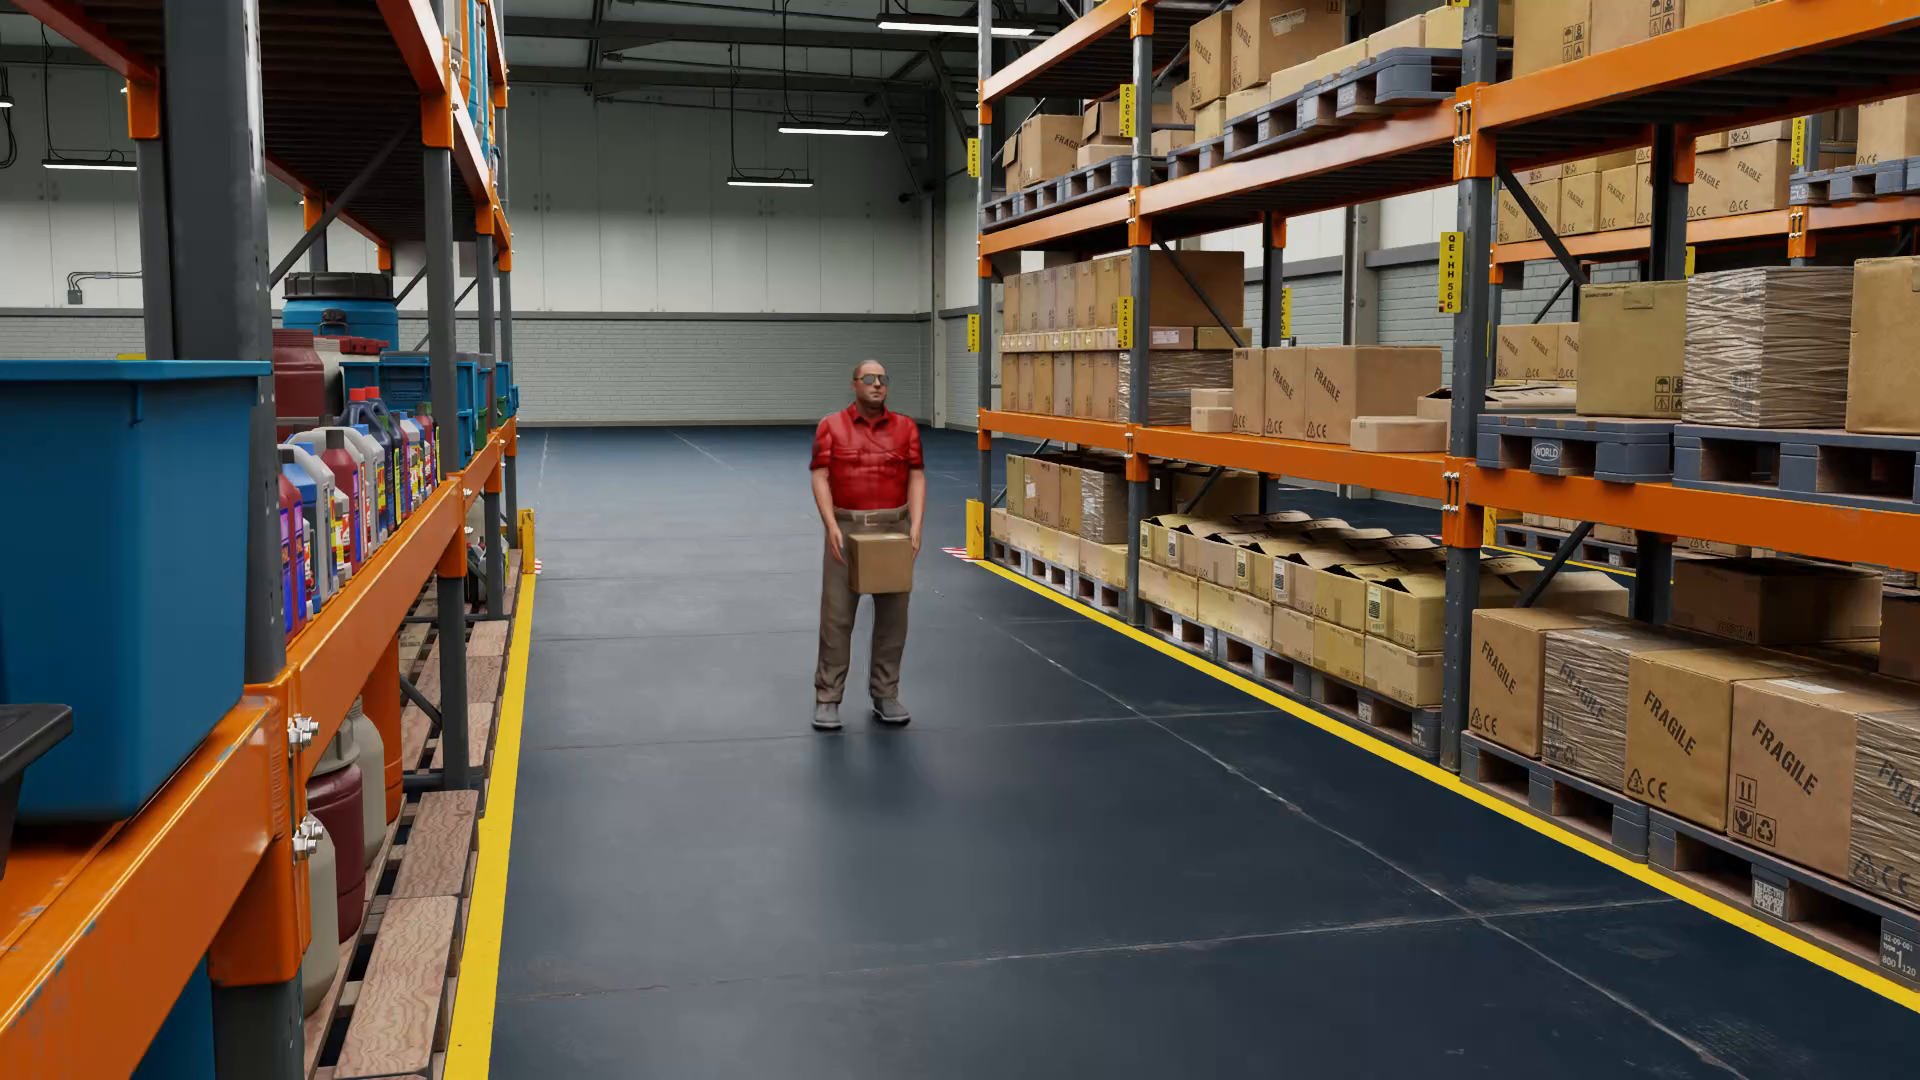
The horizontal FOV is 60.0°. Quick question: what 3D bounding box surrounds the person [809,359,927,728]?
[{"bbox_3d":[-0.430,0.008,7.924,0.583,1.729,0.423,-1,6,-14],"label":"person"}]
